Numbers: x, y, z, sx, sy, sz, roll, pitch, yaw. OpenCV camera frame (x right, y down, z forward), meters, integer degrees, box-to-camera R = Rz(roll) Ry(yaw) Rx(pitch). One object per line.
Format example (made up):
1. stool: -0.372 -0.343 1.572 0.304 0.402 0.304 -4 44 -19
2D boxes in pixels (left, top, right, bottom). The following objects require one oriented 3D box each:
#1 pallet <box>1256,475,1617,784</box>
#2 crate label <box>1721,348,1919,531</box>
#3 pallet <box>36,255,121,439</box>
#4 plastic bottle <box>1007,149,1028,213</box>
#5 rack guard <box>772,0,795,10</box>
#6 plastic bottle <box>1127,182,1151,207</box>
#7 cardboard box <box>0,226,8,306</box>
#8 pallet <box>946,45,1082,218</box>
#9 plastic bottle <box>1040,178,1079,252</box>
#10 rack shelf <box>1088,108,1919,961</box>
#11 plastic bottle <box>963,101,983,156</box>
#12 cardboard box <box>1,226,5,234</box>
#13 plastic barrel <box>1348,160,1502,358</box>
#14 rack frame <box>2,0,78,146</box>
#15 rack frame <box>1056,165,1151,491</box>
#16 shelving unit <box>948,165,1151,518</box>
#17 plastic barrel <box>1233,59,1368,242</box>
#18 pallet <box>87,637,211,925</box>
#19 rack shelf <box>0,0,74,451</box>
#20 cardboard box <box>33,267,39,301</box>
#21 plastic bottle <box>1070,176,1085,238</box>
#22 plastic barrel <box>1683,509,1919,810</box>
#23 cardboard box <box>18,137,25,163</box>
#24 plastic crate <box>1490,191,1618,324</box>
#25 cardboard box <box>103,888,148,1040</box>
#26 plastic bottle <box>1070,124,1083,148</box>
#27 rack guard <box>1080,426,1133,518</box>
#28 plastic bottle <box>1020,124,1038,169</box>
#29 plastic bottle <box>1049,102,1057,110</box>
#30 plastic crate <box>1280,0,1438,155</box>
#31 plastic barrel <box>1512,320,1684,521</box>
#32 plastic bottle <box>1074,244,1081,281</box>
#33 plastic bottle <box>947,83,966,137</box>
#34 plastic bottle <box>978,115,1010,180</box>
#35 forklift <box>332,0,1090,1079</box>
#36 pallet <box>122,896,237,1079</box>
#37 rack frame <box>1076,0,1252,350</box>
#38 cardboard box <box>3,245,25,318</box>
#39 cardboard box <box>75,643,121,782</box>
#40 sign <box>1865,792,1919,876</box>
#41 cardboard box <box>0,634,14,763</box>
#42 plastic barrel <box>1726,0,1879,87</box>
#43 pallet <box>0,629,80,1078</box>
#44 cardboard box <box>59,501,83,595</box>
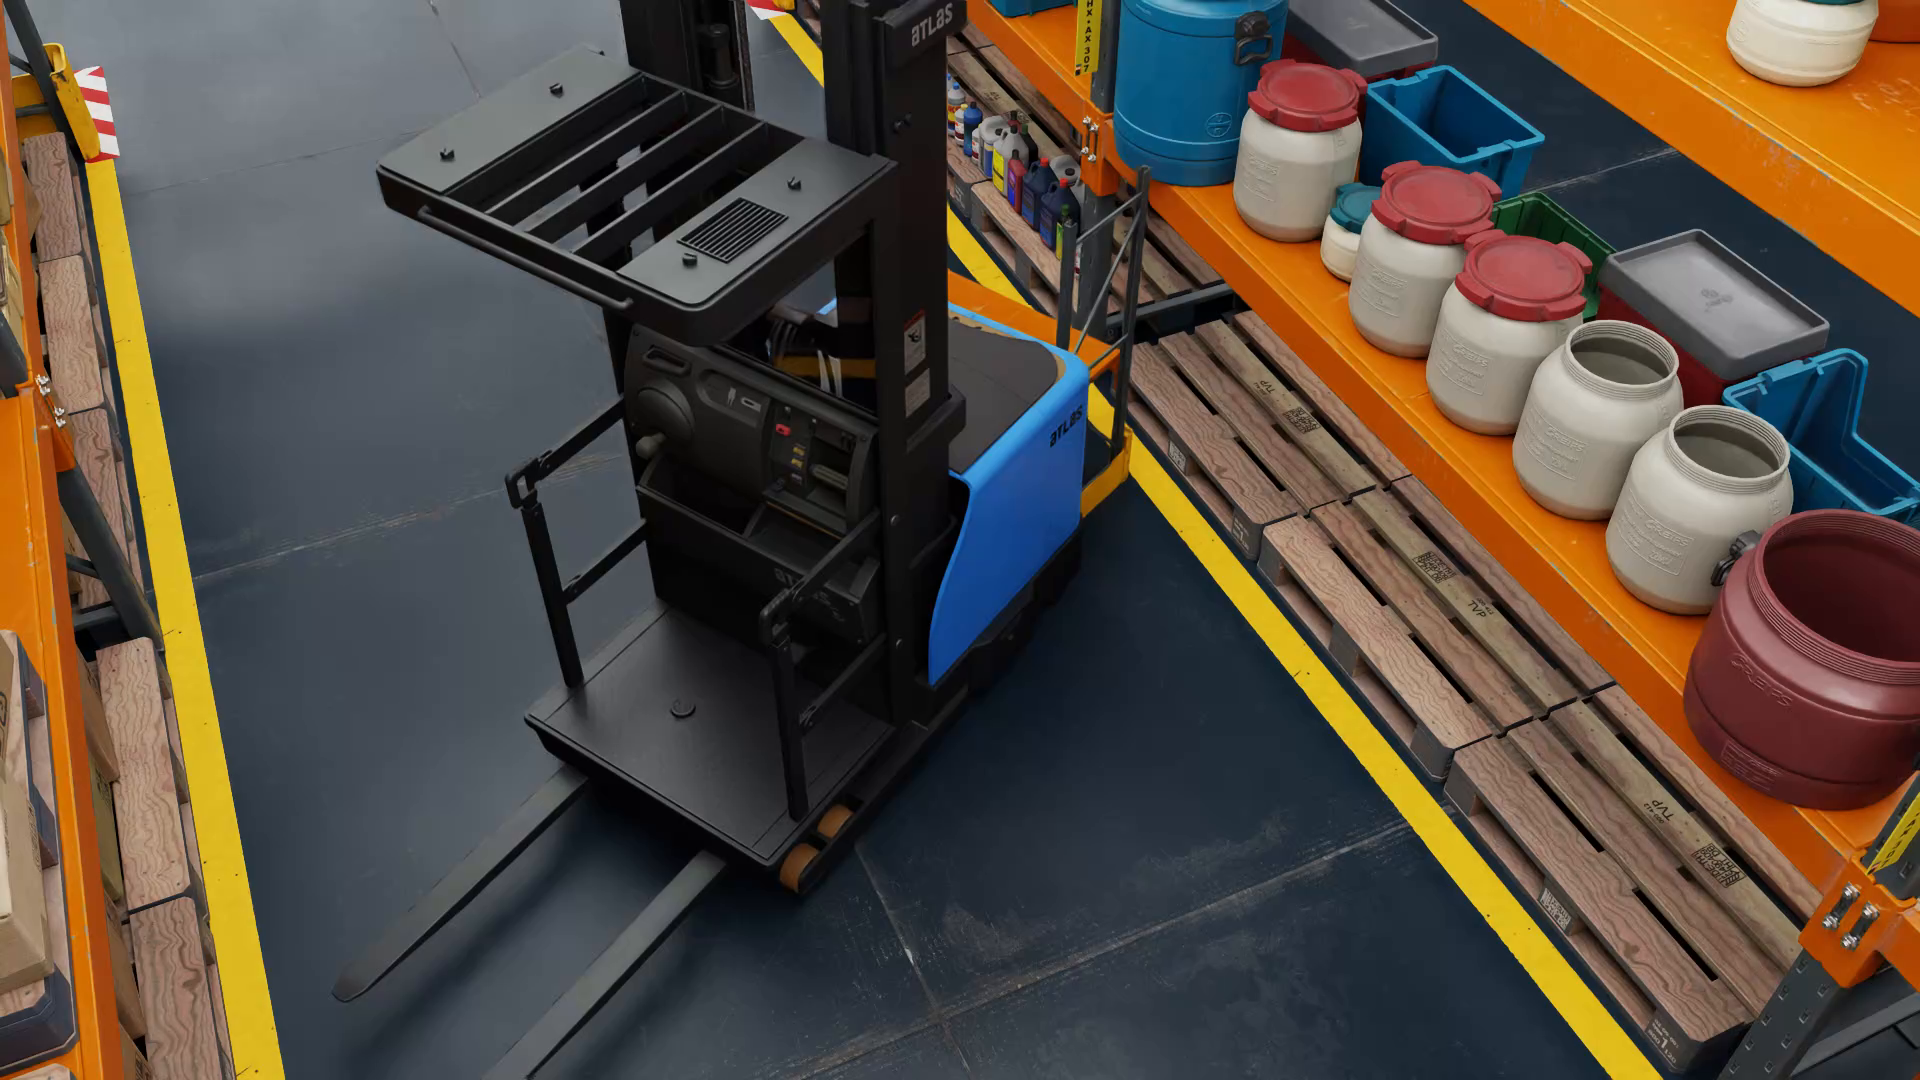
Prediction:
1. pallet: 1.879 0.264 6.332 1.003 0.211 1.213 -18 47 -17
2. crate label: 2.506 -0.173 4.764 0.502 0.435 0.616 -18 47 -17
3. pallet: -4.329 -0.737 7.346 1.003 0.211 1.213 -18 47 -17
4. plastic bottle: 0.277 -1.725 7.983 0.061 0.283 0.133 -15 47 -15
5. rack guard: -0.611 -3.621 10.064 1.175 0.500 0.348 -18 47 -17
6. plastic bottle: 0.903 -1.804 8.015 0.144 0.351 0.185 -18 47 -17
7. cardboard box: -3.631 -0.980 5.324 0.875 0.500 0.500 -18 47 -17
8. pallet: 0.235 -2.222 8.852 1.003 0.211 1.213 -18 47 -17
9. plastic bottle: 0.464 -1.535 7.743 0.144 0.351 0.185 -19 48 -18
10. rack shelf: 1.837 -0.465 5.598 1.077 0.370 4.000 -18 47 -17
11. plastic bottle: 0.065 -2.072 8.343 0.097 0.271 0.097 0 45 0
12. cardboard box: -3.652 -1.141 5.949 0.380 0.149 0.250 -18 47 -17
13. plastic barrel: 1.508 -0.902 5.432 0.433 0.535 0.433 0 45 0
14. rack frame: -5.179 -3.082 7.738 1.000 3.000 0.127 -18 47 -17
15. rack frame: 0.513 -0.671 6.359 0.032 1.500 0.500 29 51 26
16. shelving unit: 0.122 -0.889 6.579 1.083 1.500 0.587 29 51 26
17. plastic barrel: 1.200 -1.370 5.906 0.433 0.535 0.433 0 45 0
18. pallet: -3.169 0.955 5.632 1.003 0.211 1.213 -18 47 -17
19. rack shelf: -4.338 -1.552 6.699 1.077 0.370 4.000 -18 47 -17
20. cardboard box: -4.403 -1.164 7.275 0.500 0.500 0.500 -14 46 -14
21. plastic bottle: 0.595 -1.578 7.786 0.144 0.351 0.185 -18 47 -17
22. plastic barrel: 2.208 0.298 4.215 0.600 0.536 0.708 -18 47 -17
23. cardboard box: -4.932 -1.939 8.060 0.500 0.500 0.500 -10 45 -10
24. plastic crate: 1.985 -0.894 5.671 0.450 0.188 0.662 -18 47 -17
25. cardboard box: -2.840 1.263 4.800 0.700 0.500 0.500 -22 49 -21
26. plastic bottle: 0.652 -2.151 8.421 0.152 0.276 0.135 -18 47 -17
27. rack guard: 0.506 -0.222 6.794 0.087 0.250 0.587 29 51 26
28. plastic bottle: 0.330 -1.886 8.146 0.061 0.283 0.133 -18 47 -17
29. plastic bottle: 0.519 -2.359 8.684 0.097 0.201 0.097 0 45 0
30. plastic crate: 1.478 -1.801 6.394 0.402 0.464 0.583 -18 47 -17
31. plastic barrel: 1.875 -0.348 4.887 0.421 0.512 0.421 0 45 0
32. plastic bottle: 0.561 -1.296 7.607 0.097 0.201 0.097 0 45 0
33. plastic bottle: -0.020 -2.201 8.474 0.097 0.271 0.097 0 45 0
34. plastic bottle: 0.183 -1.941 8.208 0.152 0.276 0.135 -17 47 -17
35. forklift: -0.774 -0.254 4.920 1.130 2.935 3.031 26 50 24
36. pallet: -2.652 1.734 4.843 1.003 0.211 1.213 -18 47 -17
37. rack frame: 0.996 -1.996 6.637 1.000 3.000 0.127 -18 47 -17
38. cardboard box: -3.408 -0.833 5.637 0.380 0.149 0.250 -18 47 -17
39. cardboard box: -3.259 0.597 5.475 0.700 0.500 0.500 -22 49 -20
40. sign: 2.182 0.662 3.827 0.100 0.325 0.005 -18 47 -17
41. cardboard box: -2.685 0.358 3.879 0.797 0.503 0.637 -14 46 -13
42. plastic barrel: 1.932 -1.207 3.800 0.301 0.262 0.301 0 45 0
43. pallet: -2.685 0.835 3.905 1.003 0.211 1.213 -18 47 -17
44. cardboard box: -3.629 -0.060 6.156 0.500 0.500 0.500 -19 48 -19
